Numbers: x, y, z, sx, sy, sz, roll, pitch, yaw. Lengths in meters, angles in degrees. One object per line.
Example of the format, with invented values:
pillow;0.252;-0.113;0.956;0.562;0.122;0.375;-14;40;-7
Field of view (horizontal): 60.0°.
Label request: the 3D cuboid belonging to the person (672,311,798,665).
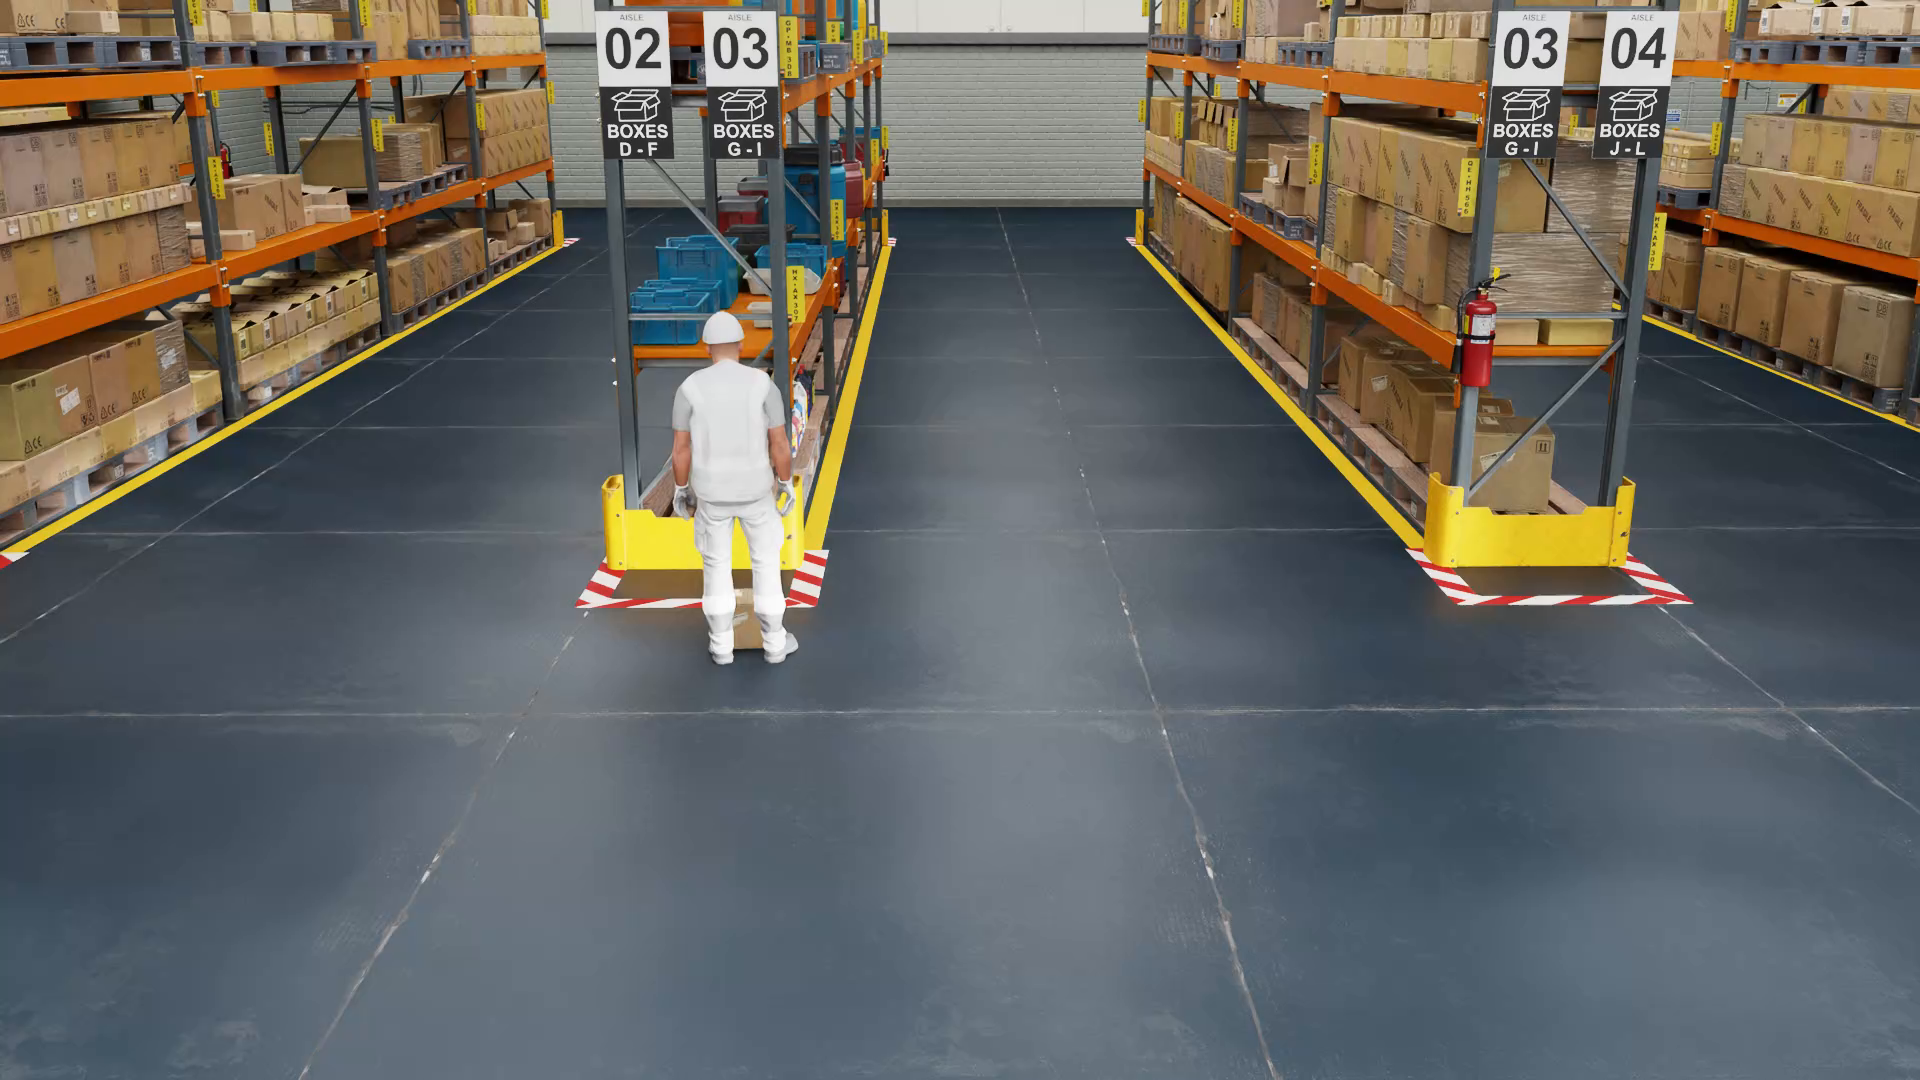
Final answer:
person;-1.133;-0.250;8.340;0.616;1.778;0.453;-1;17;-4
